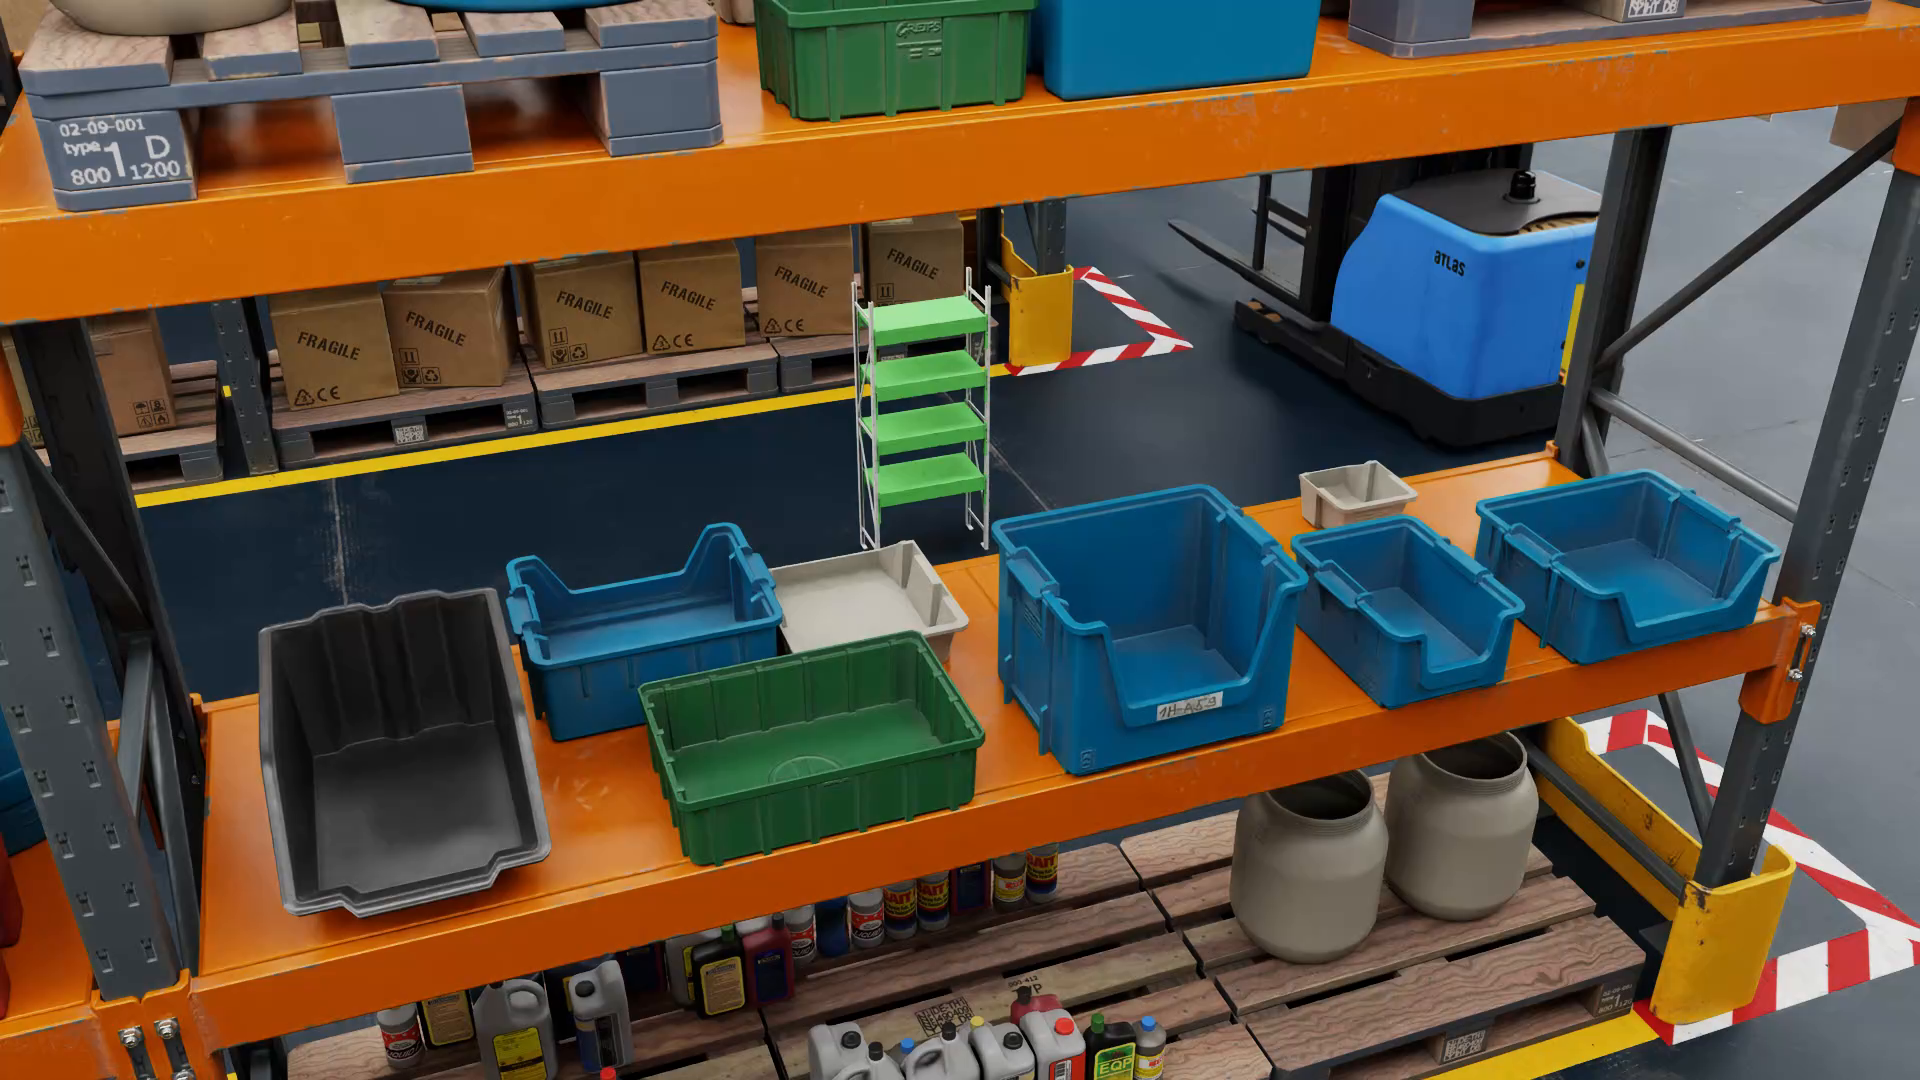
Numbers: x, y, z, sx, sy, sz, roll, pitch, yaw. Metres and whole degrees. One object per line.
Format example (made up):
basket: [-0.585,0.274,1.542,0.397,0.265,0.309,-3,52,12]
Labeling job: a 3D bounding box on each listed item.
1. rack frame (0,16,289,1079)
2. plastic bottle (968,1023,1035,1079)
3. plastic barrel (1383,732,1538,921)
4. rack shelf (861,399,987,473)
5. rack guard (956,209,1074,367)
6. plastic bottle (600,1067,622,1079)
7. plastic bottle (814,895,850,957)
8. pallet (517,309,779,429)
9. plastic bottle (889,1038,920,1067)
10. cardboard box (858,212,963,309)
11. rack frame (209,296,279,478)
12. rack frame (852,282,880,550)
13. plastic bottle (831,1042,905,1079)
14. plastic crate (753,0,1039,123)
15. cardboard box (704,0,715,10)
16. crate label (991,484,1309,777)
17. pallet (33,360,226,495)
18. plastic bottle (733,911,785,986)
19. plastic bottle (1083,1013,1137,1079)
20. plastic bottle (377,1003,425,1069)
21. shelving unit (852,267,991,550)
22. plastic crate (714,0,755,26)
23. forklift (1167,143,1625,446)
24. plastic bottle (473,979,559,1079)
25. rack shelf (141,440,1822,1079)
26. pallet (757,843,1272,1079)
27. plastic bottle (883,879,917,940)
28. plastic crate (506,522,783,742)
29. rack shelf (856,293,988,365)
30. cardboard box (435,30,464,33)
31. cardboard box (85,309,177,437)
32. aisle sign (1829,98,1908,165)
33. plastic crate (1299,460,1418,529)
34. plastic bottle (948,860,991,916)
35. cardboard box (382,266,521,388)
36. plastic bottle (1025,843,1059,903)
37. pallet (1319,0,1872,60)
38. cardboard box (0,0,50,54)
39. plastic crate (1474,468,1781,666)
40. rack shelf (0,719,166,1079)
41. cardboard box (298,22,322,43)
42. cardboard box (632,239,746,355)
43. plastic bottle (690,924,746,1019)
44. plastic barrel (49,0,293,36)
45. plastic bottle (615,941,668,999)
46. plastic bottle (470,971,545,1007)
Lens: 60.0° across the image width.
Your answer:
rack frame: [-1.701,0.459,3.414,0.053,2.616,0.949,-10,31,-18]
plastic bottle: [0.105,1.337,4.179,0.135,0.276,0.152,-11,32,-19]
plastic barrel: [1.459,0.818,4.874,0.421,0.512,0.421,0,30,0]
rack shelf: [-0.155,-0.437,6.934,0.480,0.148,0.258,-10,31,-18]
rack guard: [0.251,-1.429,9.253,0.348,0.500,1.175,-10,31,-18]
plastic bottle: [-0.849,1.407,3.982,0.185,0.351,0.144,-10,31,-18]
plastic bottle: [-0.364,1.044,4.699,0.097,0.271,0.097,0,30,0]
pallet: [-1.664,-0.971,8.740,1.213,0.211,1.003,-10,31,-18]
plastic bottle: [-0.132,1.352,4.229,0.097,0.201,0.097,0,30,0]
cardboard box: [-0.269,-1.524,8.996,0.500,0.500,0.500,-5,30,-8]
rack frame: [-3.427,-1.837,7.445,0.127,3.000,1.000,-10,31,-18]
rack frame: [-0.384,-0.451,6.829,0.015,1.200,0.240,-10,31,-18]
plastic bottle: [-0.223,1.368,4.051,0.185,0.351,0.144,-11,31,-18]
plastic crate: [-0.126,-0.897,2.978,0.450,0.188,0.336,-10,31,-18]
cardboard box: [-1.043,-2.751,7.638,0.500,0.500,0.500,-10,31,-18]
crate label: [0.419,0.198,3.837,0.616,0.435,0.502,-10,31,-18]
pallet: [-4.156,-0.491,7.898,1.213,0.211,1.003,-10,31,-18]
plastic bottle: [-0.560,1.093,4.609,0.135,0.276,0.152,-10,31,-17]
plastic bottle: [0.378,1.308,4.223,0.133,0.283,0.061,-10,31,-16]
plastic bottle: [-1.468,1.278,4.359,0.097,0.201,0.097,0,30,0]
shelving unit: [-0.155,-0.493,6.903,0.503,1.200,0.258,-10,31,-18]
plastic crate: [-0.336,-1.193,3.550,0.396,0.136,0.243,-10,31,-18]
forklift: [2.194,-2.428,8.550,1.130,2.935,3.031,-12,32,-21]
plastic bottle: [-1.146,1.242,4.271,0.185,0.351,0.144,-10,31,-18]
rack shelf: [0.175,0.428,4.196,4.000,0.370,1.077,-10,31,-18]
pallet: [0.090,1.363,4.644,1.213,0.211,1.003,-10,31,-18]
plastic bottle: [-0.174,1.009,4.760,0.097,0.271,0.097,0,30,0]
plastic crate: [-0.757,0.208,4.005,0.616,0.251,0.499,-10,31,-18]
rack shelf: [-0.155,-0.854,6.697,0.480,0.148,0.258,-10,31,-18]
cardboard box: [-2.503,-2.129,7.555,0.500,0.500,0.875,-10,31,-18]
cardboard box: [-4.010,-0.847,7.786,0.500,0.500,0.700,-13,32,-21]
aisle sign: [2.220,-1.234,3.760,0.004,0.787,0.394,-10,31,-18]
plastic crate: [1.098,-0.110,4.680,0.250,0.136,0.298,-10,31,-18]
plastic bottle: [0.023,0.958,4.838,0.133,0.283,0.061,-10,31,-17]
cardboard box: [-2.504,-1.087,8.228,0.500,0.500,0.500,-1,30,-2]
plastic bottle: [0.241,0.933,4.894,0.097,0.271,0.097,0,30,0]
pallet: [1.240,-1.354,3.757,1.213,0.211,1.003,-10,31,-18]
cardboard box: [-4.220,-2.208,7.066,1.000,1.000,1.000,-10,31,-17]
plastic crate: [1.684,0.060,4.265,0.616,0.251,0.499,-10,31,-18]
rack shelf: [-3.574,1.118,2.984,4.000,0.370,1.077,-10,31,-18]
cardboard box: [-2.916,-2.404,7.028,0.500,0.500,0.500,-10,31,-18]
cardboard box: [-1.411,-1.306,8.613,0.500,0.500,0.500,-8,31,-13]
plastic bottle: [-0.654,1.159,4.485,0.133,0.283,0.061,-10,31,-18]
plastic barrel: [-1.228,-1.057,2.508,0.421,0.512,0.421,0,30,0]
plastic bottle: [-0.879,1.124,4.546,0.133,0.283,0.061,-8,31,-14]
plastic bottle: [-1.197,1.175,4.388,0.185,0.351,0.144,-11,32,-19]
